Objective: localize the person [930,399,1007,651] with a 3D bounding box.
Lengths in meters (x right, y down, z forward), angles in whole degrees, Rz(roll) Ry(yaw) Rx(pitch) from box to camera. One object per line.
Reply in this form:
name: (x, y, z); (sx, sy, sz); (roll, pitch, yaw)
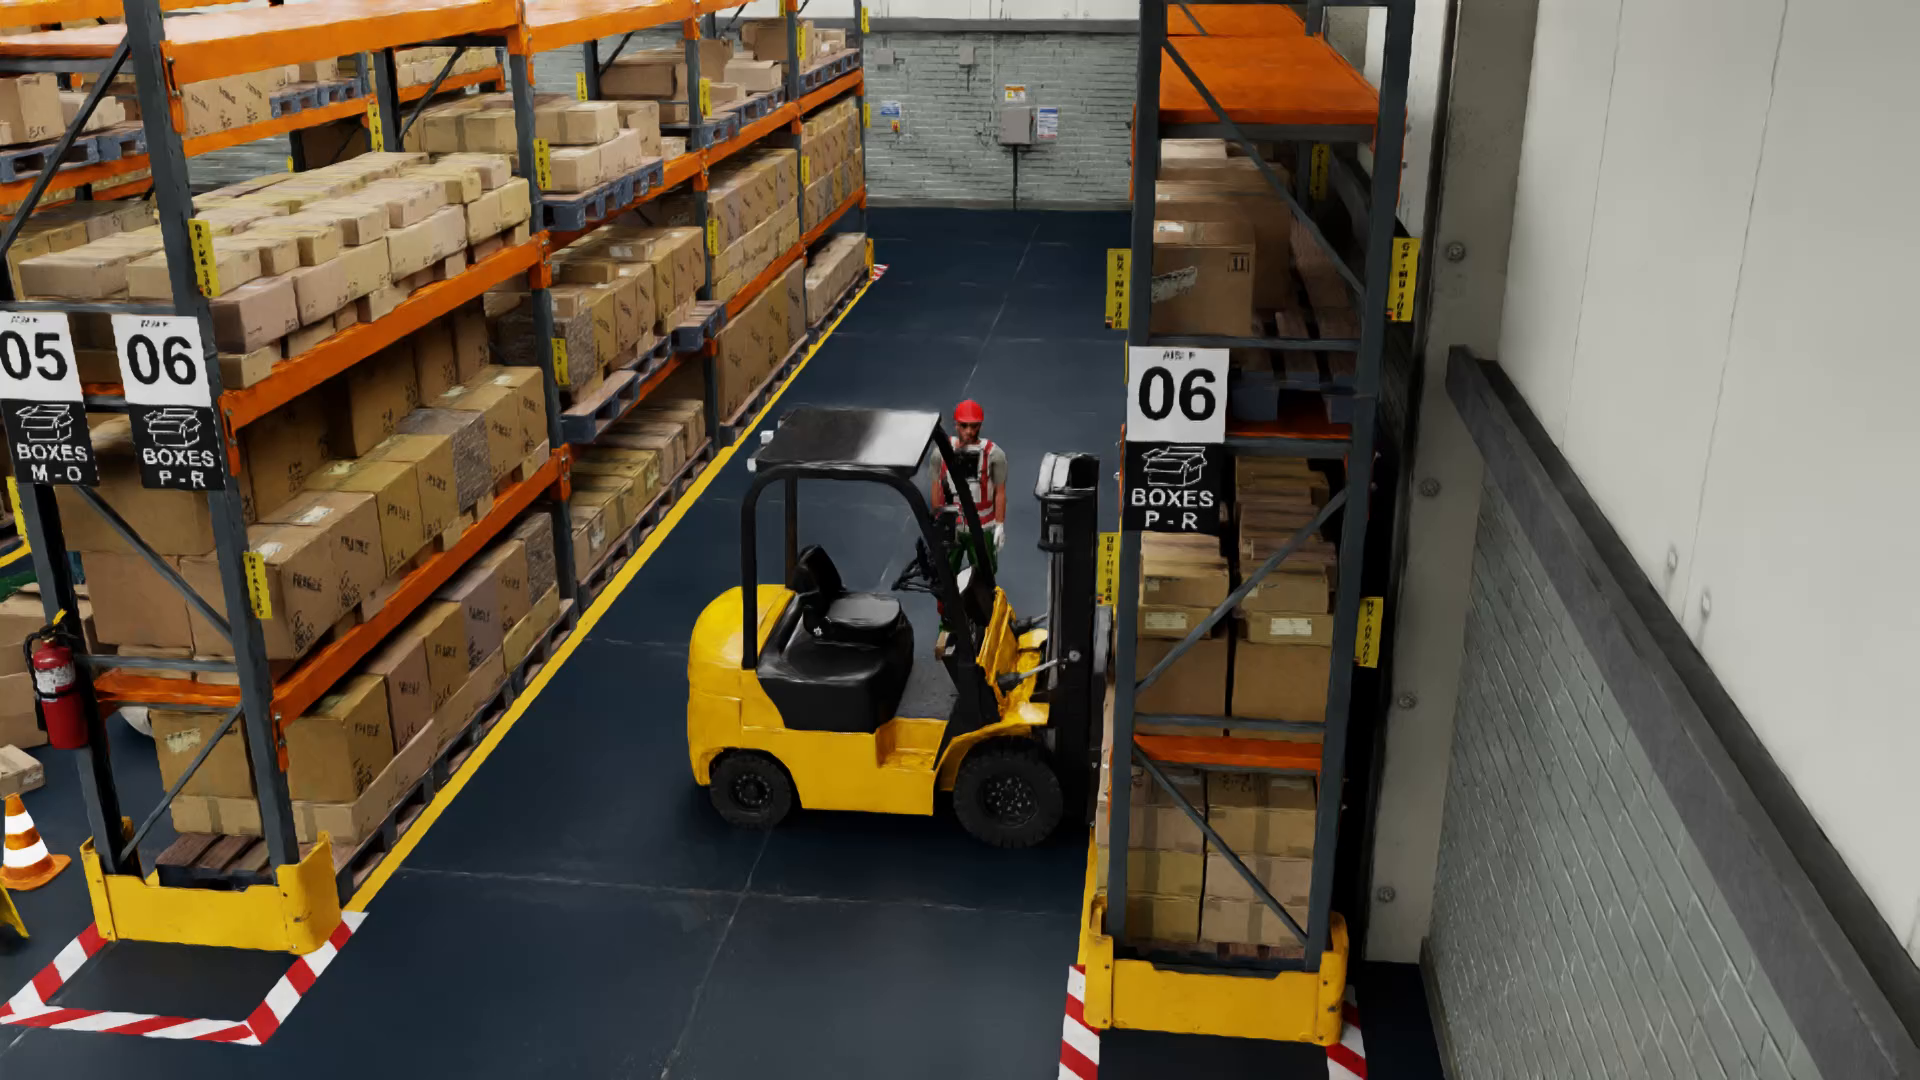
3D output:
person: (0.051, -0.086, 11.295); (0.525, 1.791, 0.341); (3, 21, 8)
